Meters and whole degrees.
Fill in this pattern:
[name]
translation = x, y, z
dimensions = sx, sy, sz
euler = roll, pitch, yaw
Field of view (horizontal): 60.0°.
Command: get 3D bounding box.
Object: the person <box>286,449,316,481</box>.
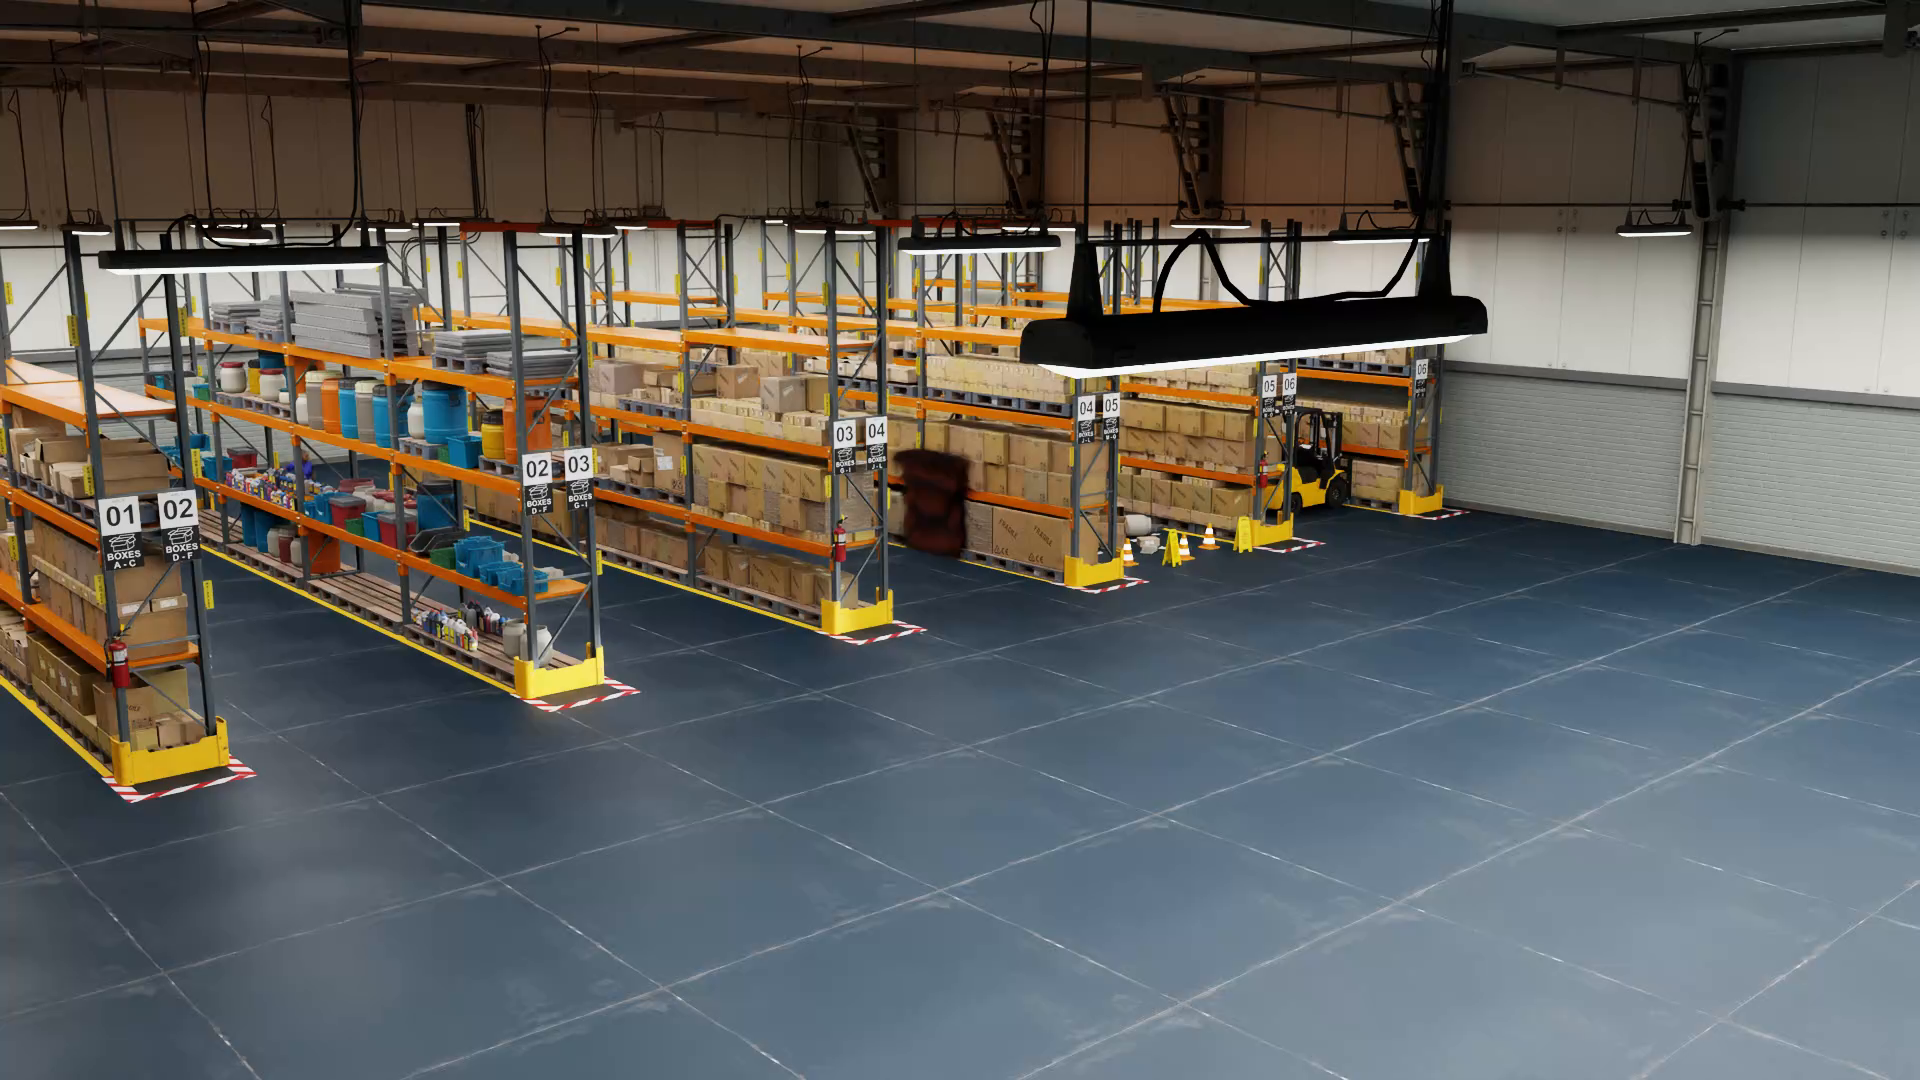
[person]
translation = -12.823, -0.963, 32.405
dimensions = 0.627, 1.593, 1.028
euler = -10, 15, -40
